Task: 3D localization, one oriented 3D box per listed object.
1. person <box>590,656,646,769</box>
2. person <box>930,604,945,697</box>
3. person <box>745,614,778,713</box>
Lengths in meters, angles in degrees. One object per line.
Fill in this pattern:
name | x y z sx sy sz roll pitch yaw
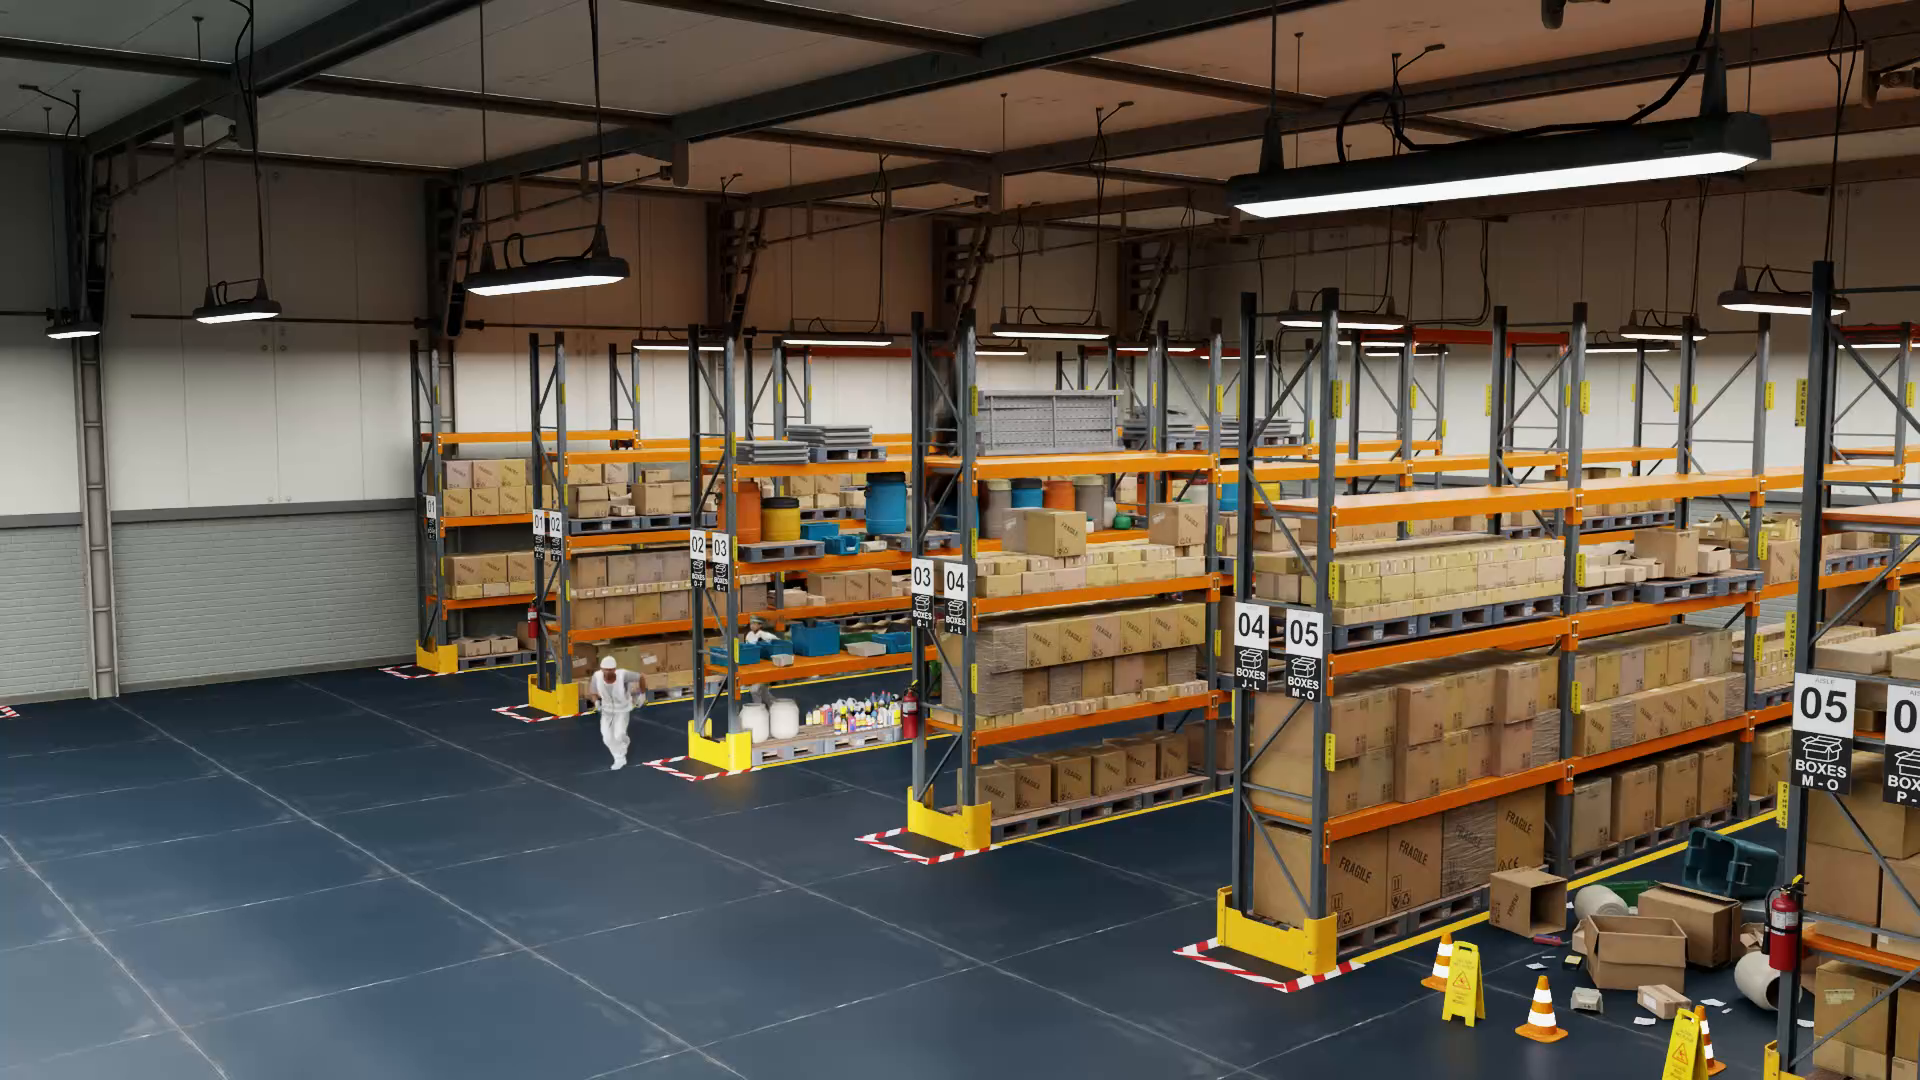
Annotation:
person | -4.582 2.316 22.272 0.706 1.605 0.841 0 5 4
person | -0.238 1.726 27.740 0.796 1.777 0.648 -3 6 -32
person | -3.056 1.981 25.401 0.552 1.735 0.801 5 7 42
